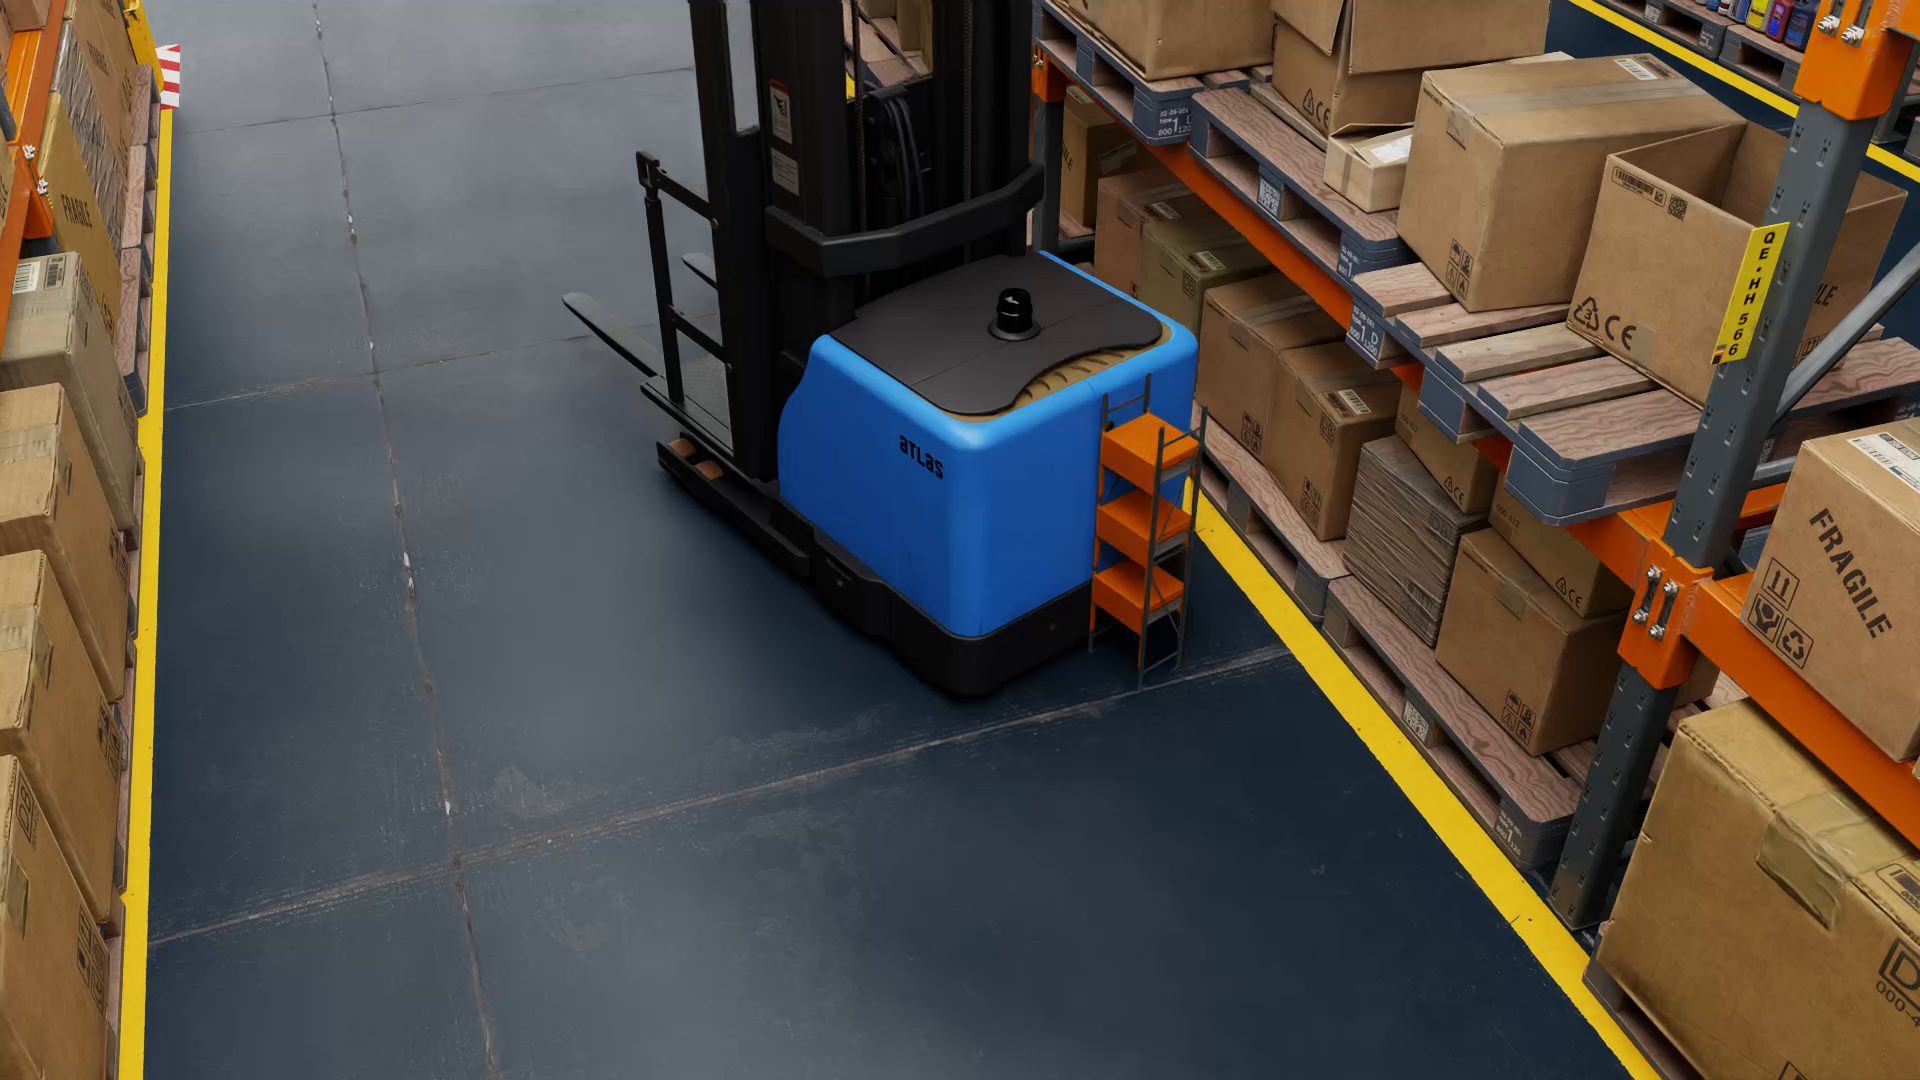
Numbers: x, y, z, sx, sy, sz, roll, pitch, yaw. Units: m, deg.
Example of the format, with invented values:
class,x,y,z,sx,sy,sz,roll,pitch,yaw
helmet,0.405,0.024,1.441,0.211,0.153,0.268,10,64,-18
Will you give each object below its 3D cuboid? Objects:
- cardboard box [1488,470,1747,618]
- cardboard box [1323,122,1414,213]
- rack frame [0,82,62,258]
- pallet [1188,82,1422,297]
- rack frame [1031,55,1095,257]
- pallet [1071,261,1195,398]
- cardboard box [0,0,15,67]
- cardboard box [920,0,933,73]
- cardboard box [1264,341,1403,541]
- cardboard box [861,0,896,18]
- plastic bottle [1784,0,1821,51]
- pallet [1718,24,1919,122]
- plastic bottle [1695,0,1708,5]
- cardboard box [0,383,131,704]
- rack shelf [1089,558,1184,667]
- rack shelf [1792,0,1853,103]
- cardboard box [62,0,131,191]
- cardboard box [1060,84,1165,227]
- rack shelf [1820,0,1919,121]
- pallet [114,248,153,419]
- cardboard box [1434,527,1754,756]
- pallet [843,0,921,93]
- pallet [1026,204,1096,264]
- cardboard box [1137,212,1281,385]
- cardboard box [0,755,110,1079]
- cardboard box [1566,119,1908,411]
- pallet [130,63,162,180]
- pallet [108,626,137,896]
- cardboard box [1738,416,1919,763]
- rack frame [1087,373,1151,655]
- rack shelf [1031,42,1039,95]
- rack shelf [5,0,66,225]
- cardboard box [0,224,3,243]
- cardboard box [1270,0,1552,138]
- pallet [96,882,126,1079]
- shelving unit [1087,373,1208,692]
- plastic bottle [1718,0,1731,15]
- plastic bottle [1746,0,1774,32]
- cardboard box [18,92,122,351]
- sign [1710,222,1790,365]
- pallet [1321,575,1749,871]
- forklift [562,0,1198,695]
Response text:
class,x,y,z,sx,sy,sz,roll,pitch,yaw
cardboard box,1.937,-0.060,4.925,0.500,0.250,0.500,-11,38,-14
cardboard box,1.369,-1.211,5.127,0.396,0.266,0.258,-14,39,-17
rack frame,-3.872,-1.500,5.749,1.000,3.000,0.127,-12,39,-16
pallet,1.476,-1.244,5.567,1.003,0.211,1.213,-12,39,-16
rack frame,0.820,-2.470,7.036,1.000,3.000,0.127,-12,39,-16
pallet,1.089,-0.917,7.292,1.003,0.211,1.213,-12,39,-16
cardboard box,-4.221,-2.072,6.383,0.875,0.550,0.550,-12,39,-16
cardboard box,0.078,-2.855,9.275,0.500,0.500,0.500,-9,38,-12
cardboard box,1.542,-0.392,5.989,0.700,0.500,0.500,-9,38,-12
cardboard box,-0.358,-3.543,10.189,0.500,0.500,0.500,-6,37,-7
plastic bottle,4.912,-3.026,9.610,0.144,0.351,0.185,-14,39,-18
pallet,5.278,-2.770,9.752,1.003,0.211,1.213,-12,39,-16
plastic bottle,4.611,-3.418,10.255,0.097,0.201,0.097,0,37,0
cardboard box,-3.246,0.108,5.134,1.050,0.750,0.750,-12,39,-16
rack shelf,0.596,0.223,5.561,0.215,0.259,0.240,-26,44,-30
rack shelf,1.508,-2.251,4.850,1.077,0.370,4.000,-12,39,-16
cardboard box,-4.649,-2.213,8.112,0.875,0.875,0.875,-13,39,-17
cardboard box,0.720,-1.874,7.973,0.500,0.500,0.500,-14,39,-17
rack shelf,2.884,0.009,1.850,1.077,0.370,4.000,-12,39,-16
pallet,-4.060,-0.832,7.179,1.003,0.211,1.213,-12,39,-16
cardboard box,1.947,0.238,5.153,0.700,0.500,0.500,-14,39,-18
pallet,-0.284,-3.107,10.199,1.003,0.211,1.213,-12,39,-16
pallet,0.555,-1.728,8.369,1.003,0.211,1.213,-12,39,-16
cardboard box,1.157,-1.023,6.827,0.700,0.500,0.500,-13,39,-16
cardboard box,-2.621,1.128,3.781,1.050,0.750,0.750,-13,39,-17
cardboard box,1.973,-0.715,4.274,0.500,0.500,0.500,-17,40,-21
pallet,-4.900,-2.211,9.009,1.003,0.211,1.213,-12,39,-16
pallet,-3.112,0.724,5.113,1.003,0.211,1.213,-12,39,-16
cardboard box,2.108,0.080,3.567,0.500,0.500,0.500,-11,38,-15
rack frame,0.518,-0.064,5.463,0.200,1.050,0.008,-26,44,-30
rack shelf,0.131,-3.313,8.753,1.077,0.370,4.000,-12,39,-16
rack shelf,-4.560,-2.343,7.465,1.077,0.370,4.000,-12,39,-16
cardboard box,-3.268,-1.015,5.022,0.500,0.500,0.500,-13,39,-16
cardboard box,1.503,-1.719,5.604,0.797,0.503,0.637,-9,38,-11
pallet,-2.696,1.412,4.200,1.003,0.211,1.213,-12,39,-16
shelving unit,0.596,-0.007,5.387,0.215,1.050,0.252,-26,44,-30
plastic bottle,4.682,-3.302,10.101,0.097,0.201,0.097,0,37,0
plastic bottle,4.801,-3.208,9.852,0.144,0.351,0.185,-13,39,-16
cardboard box,-4.023,-1.189,6.752,0.875,0.875,0.875,-12,39,-15
sign,1.690,-0.524,3.556,0.100,0.325,0.005,-12,39,-16
pallet,1.929,0.462,5.462,1.003,0.211,1.213,-12,39,-16
forklift,-0.532,-1.482,5.782,1.130,2.935,3.031,-26,44,-30
